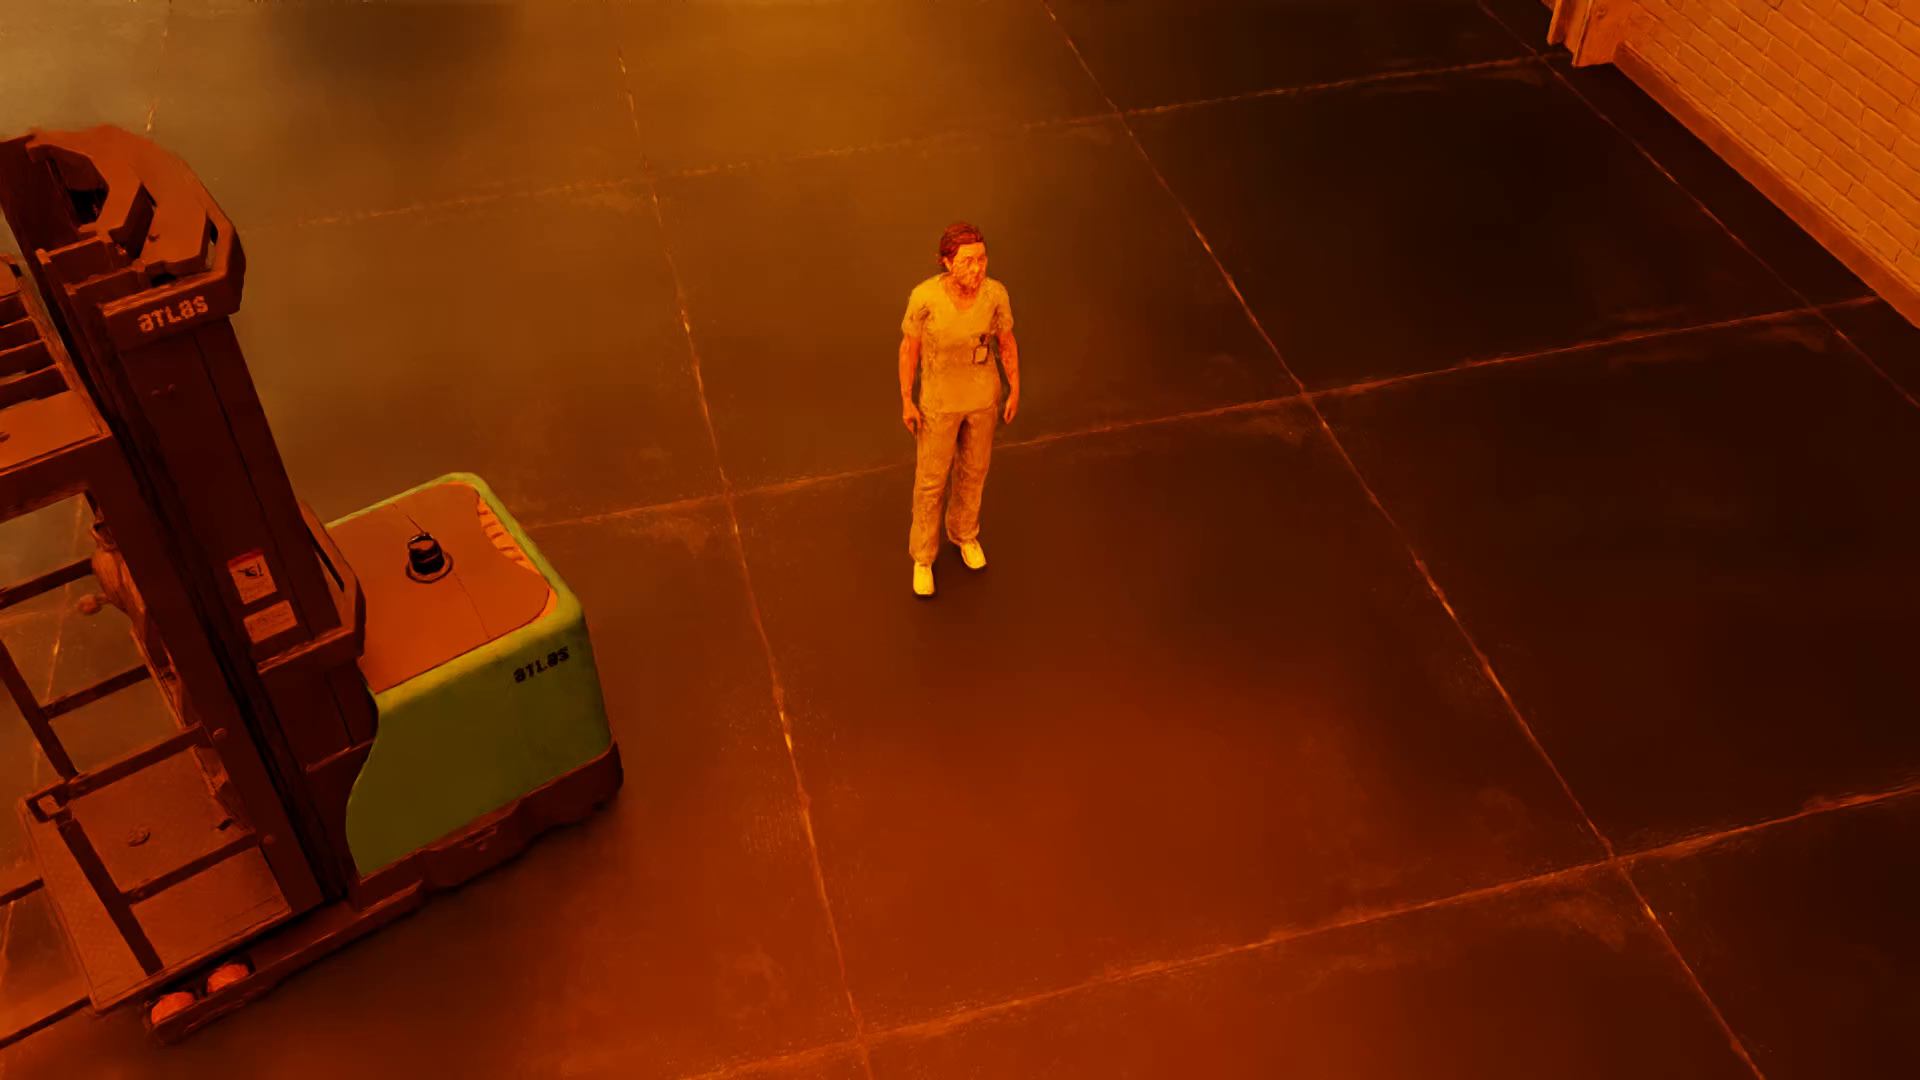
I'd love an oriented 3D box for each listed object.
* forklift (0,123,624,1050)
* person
[{"bbox_3d":[-2.838,0.285,5.344,3.031,2.935,1.130,-27,50,-25],"label":"forklift"},{"bbox_3d":[0.009,-0.555,7.136,0.550,1.674,0.524,-10,44,-11],"label":"person"}]
